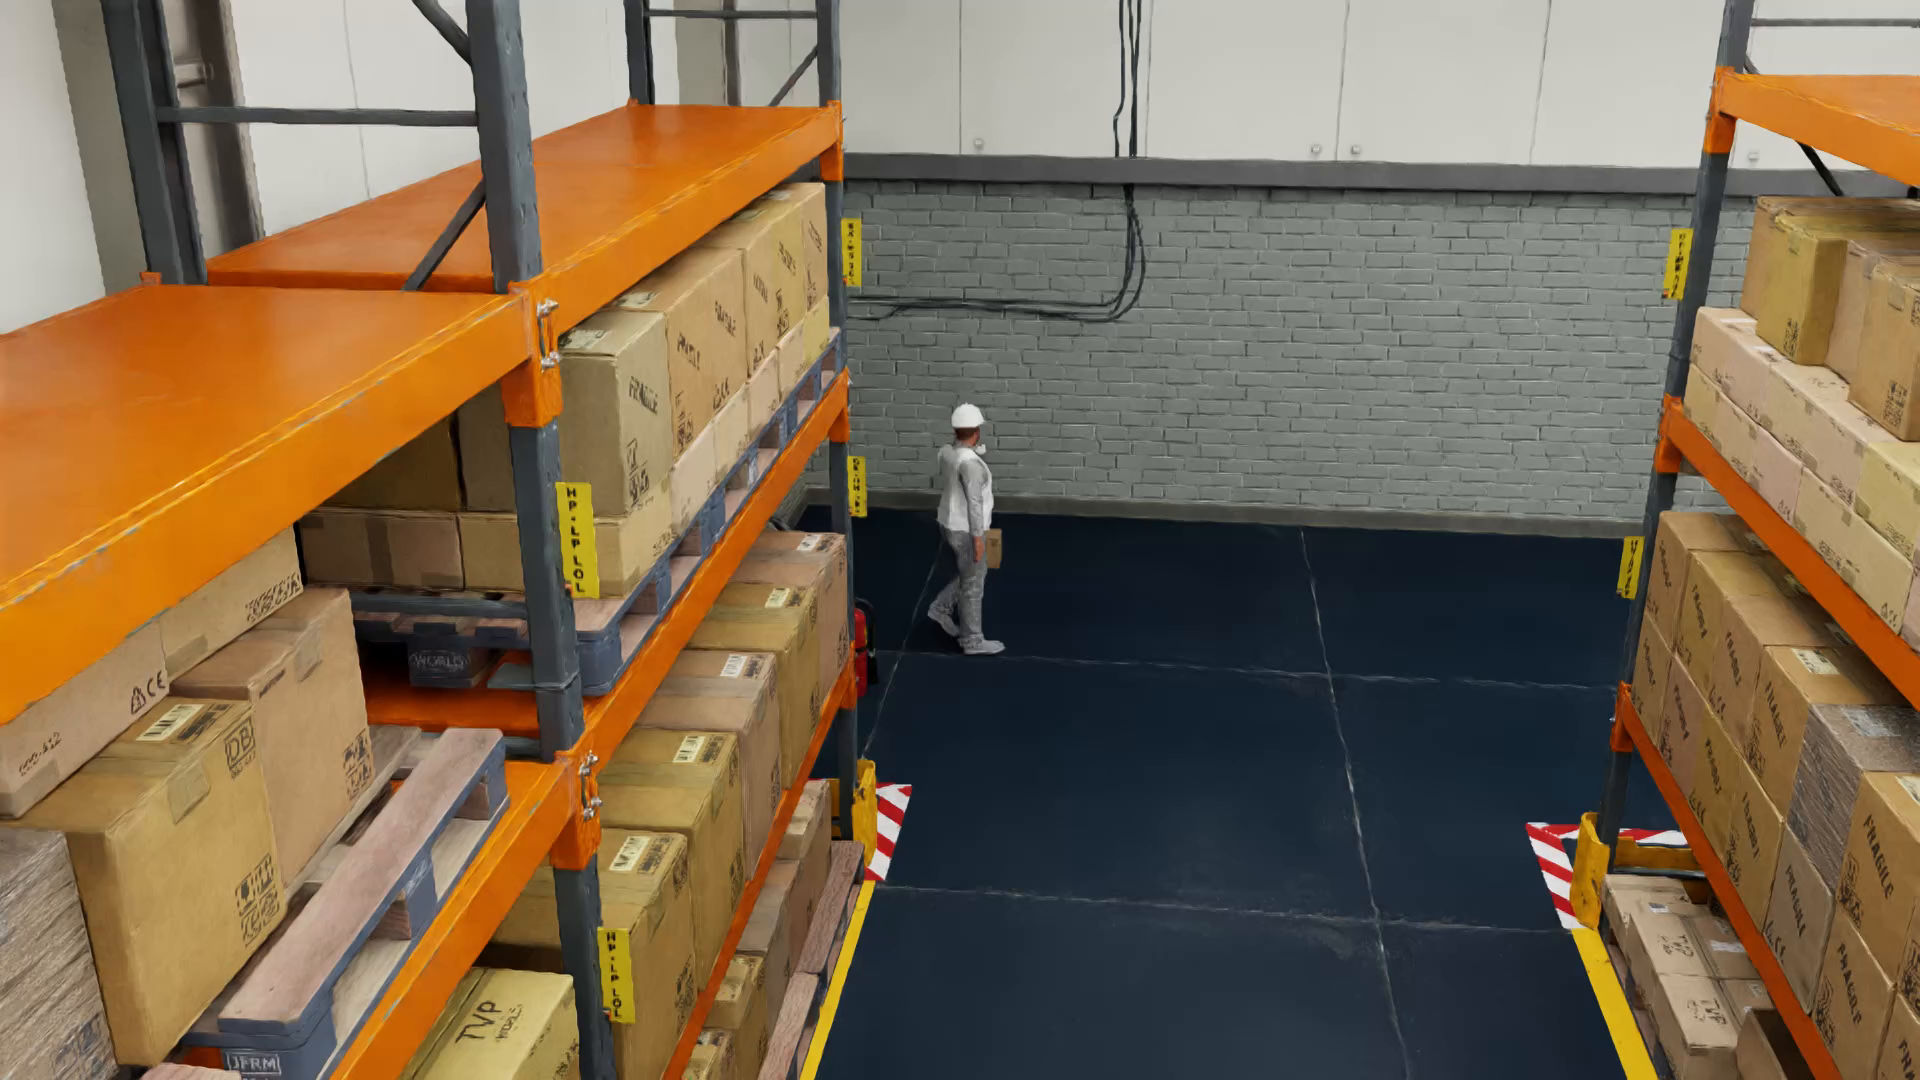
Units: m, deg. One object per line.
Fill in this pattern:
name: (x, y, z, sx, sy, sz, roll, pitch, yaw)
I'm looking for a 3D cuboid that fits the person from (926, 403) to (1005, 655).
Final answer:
person: (0.017, -0.086, 11.679, 0.486, 1.760, 0.605, -7, 22, -18)
